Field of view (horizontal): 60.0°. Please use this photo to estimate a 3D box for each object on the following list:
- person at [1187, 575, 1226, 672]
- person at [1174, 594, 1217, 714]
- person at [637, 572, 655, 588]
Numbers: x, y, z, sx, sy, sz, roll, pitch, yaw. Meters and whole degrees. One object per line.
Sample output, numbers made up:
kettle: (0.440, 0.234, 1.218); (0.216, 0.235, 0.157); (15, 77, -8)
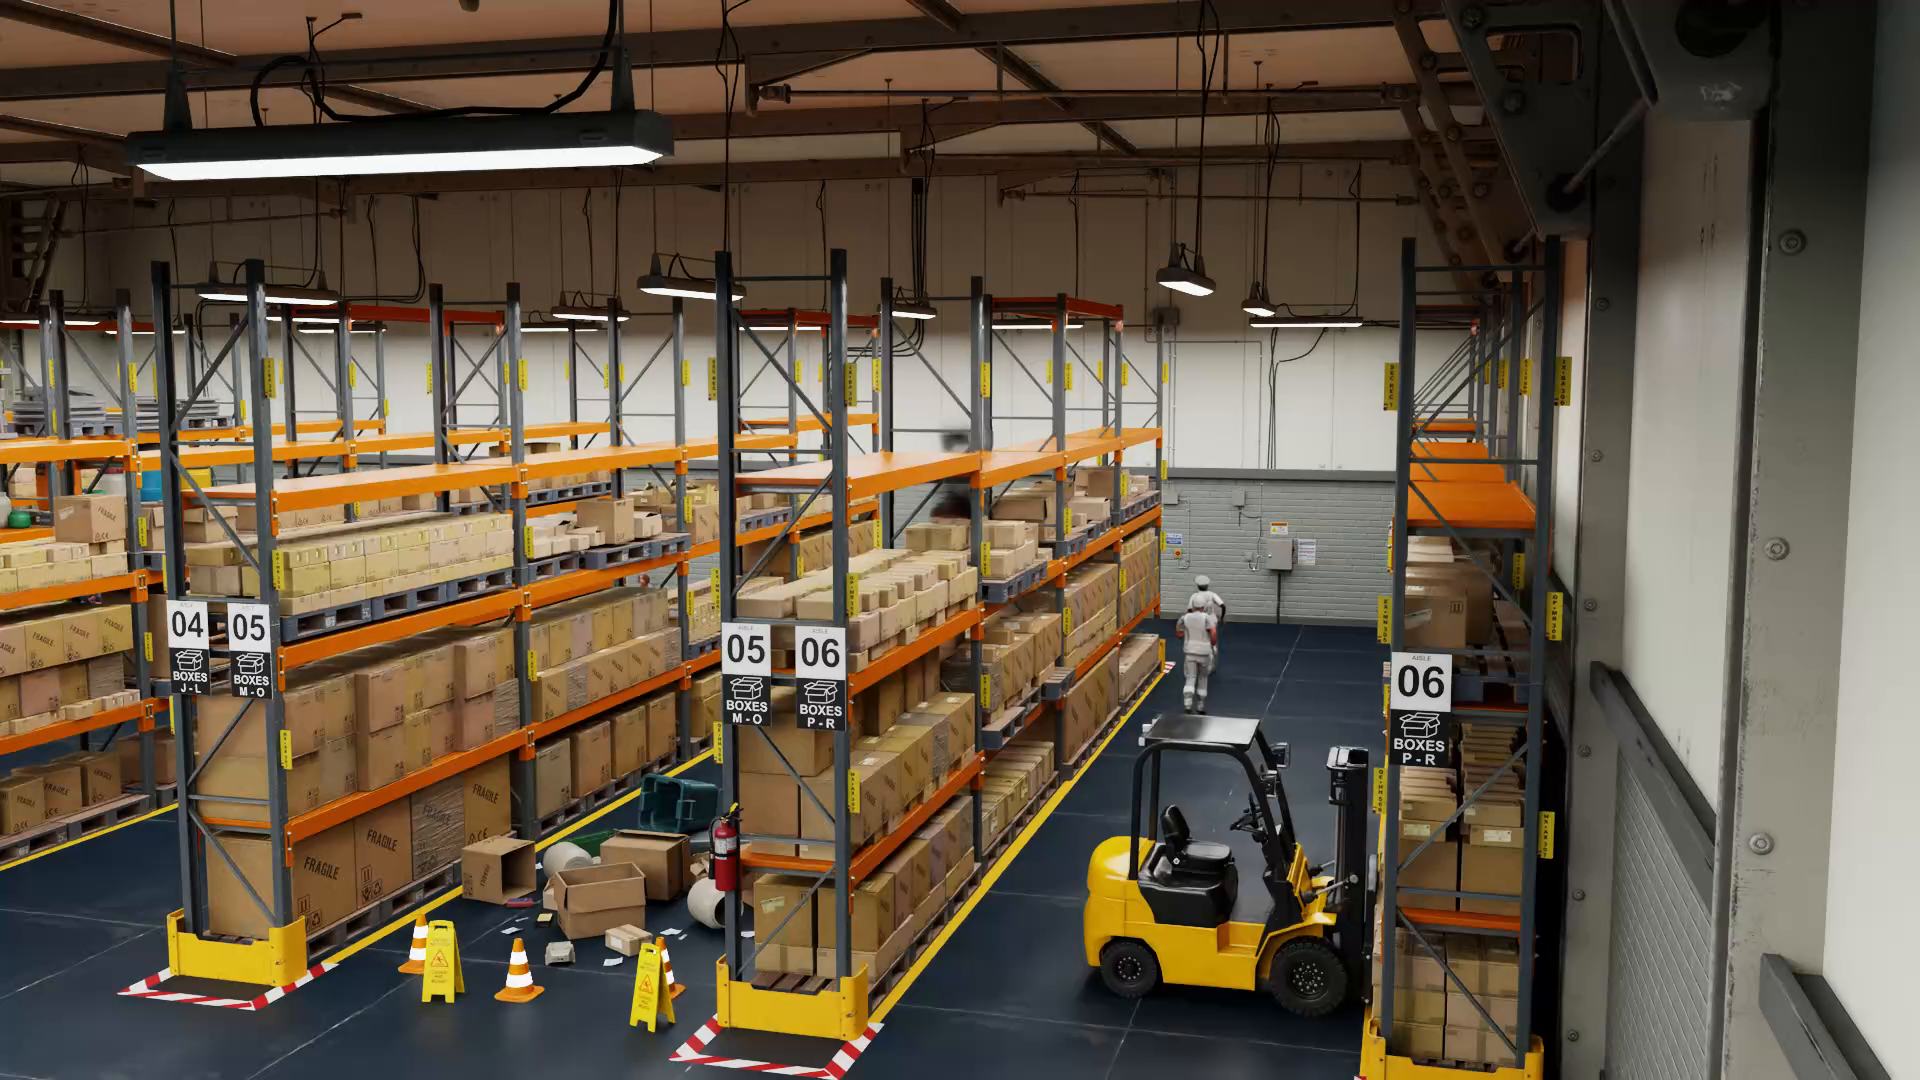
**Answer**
person: (4.094, 1.440, 27.702); (0.627, 1.684, 0.770); (0, 6, 1)
person: (3.458, 1.697, 24.352); (0.651, 1.808, 0.878); (2, 6, 17)
person: (-5.455, 1.350, 28.732); (0.533, 1.597, 0.629); (2, 6, 14)
